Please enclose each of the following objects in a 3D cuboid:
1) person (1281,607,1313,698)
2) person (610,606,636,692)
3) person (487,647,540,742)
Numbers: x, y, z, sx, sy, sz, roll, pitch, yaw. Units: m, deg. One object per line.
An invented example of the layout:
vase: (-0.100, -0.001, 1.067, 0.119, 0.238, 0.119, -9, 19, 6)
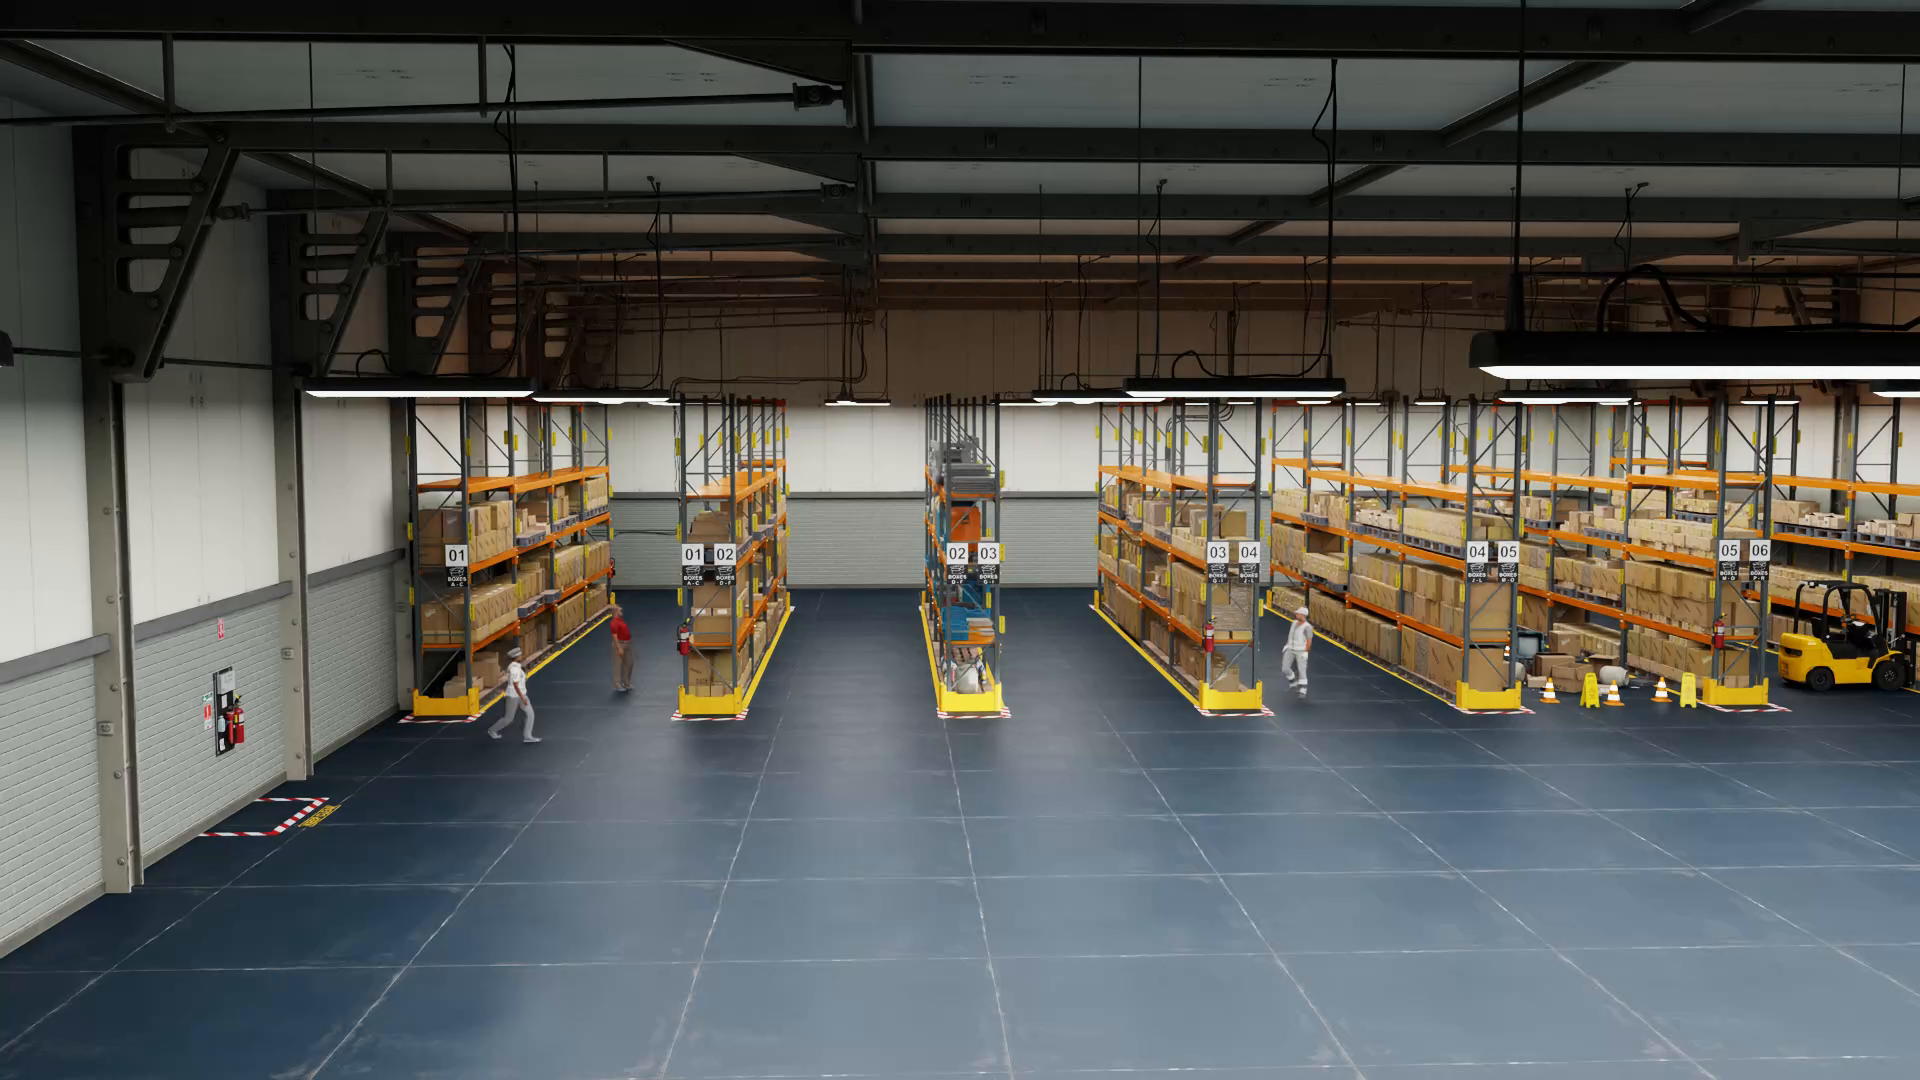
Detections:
person: (6.688, 2.215, 33.008, 0.639, 1.786, 0.492, 4, 6, 41)
person: (-6.876, 2.222, 33.866, 0.468, 1.777, 0.626, 2, 5, 28)
person: (-7.642, 2.645, 28.451, 0.911, 1.632, 0.437, 1, 5, 15)
